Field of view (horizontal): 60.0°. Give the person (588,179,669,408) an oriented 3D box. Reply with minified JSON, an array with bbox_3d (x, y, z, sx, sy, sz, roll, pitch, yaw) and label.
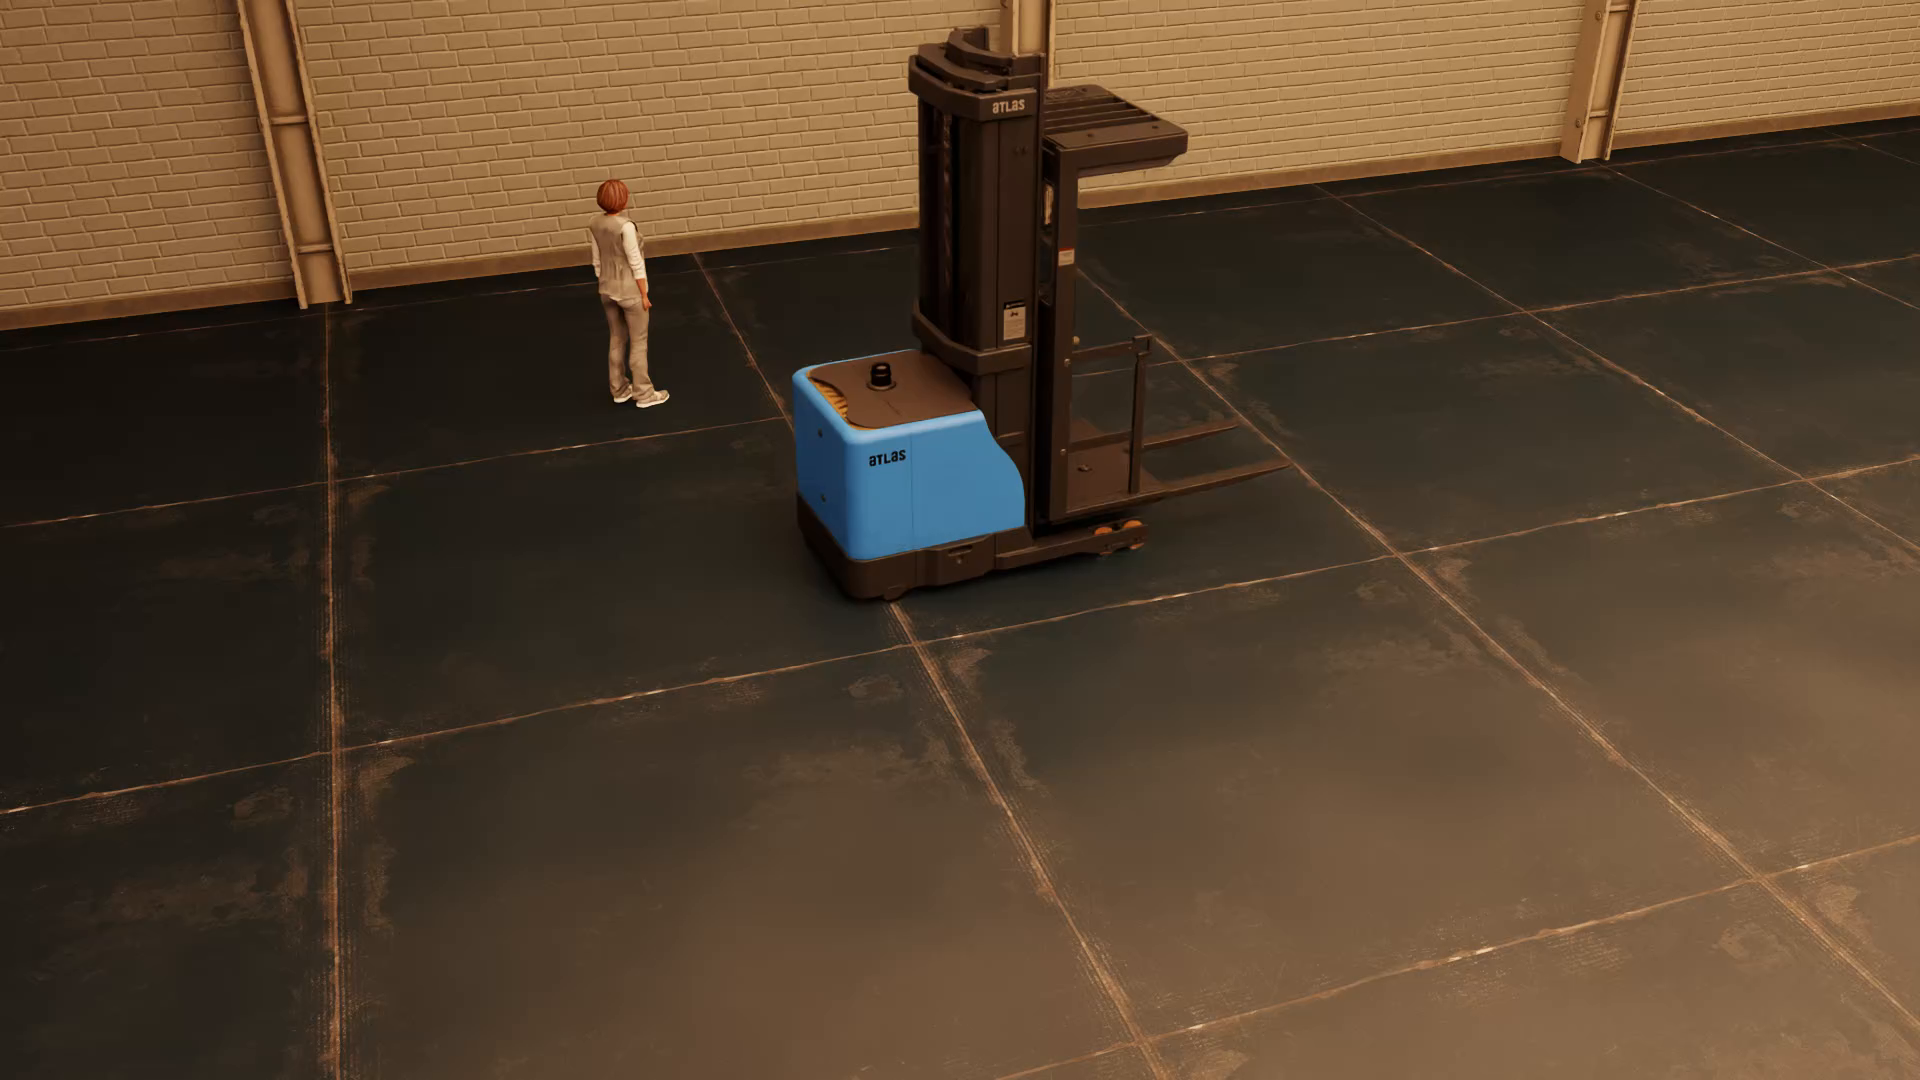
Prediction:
[{"bbox_3d":[-2.286,-1.680,11.342,0.411,1.604,0.314,17,34,27],"label":"person"}]

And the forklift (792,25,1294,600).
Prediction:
[{"bbox_3d":[0.578,-1.407,9.533,3.031,2.935,1.130,-12,32,-20],"label":"forklift"}]
